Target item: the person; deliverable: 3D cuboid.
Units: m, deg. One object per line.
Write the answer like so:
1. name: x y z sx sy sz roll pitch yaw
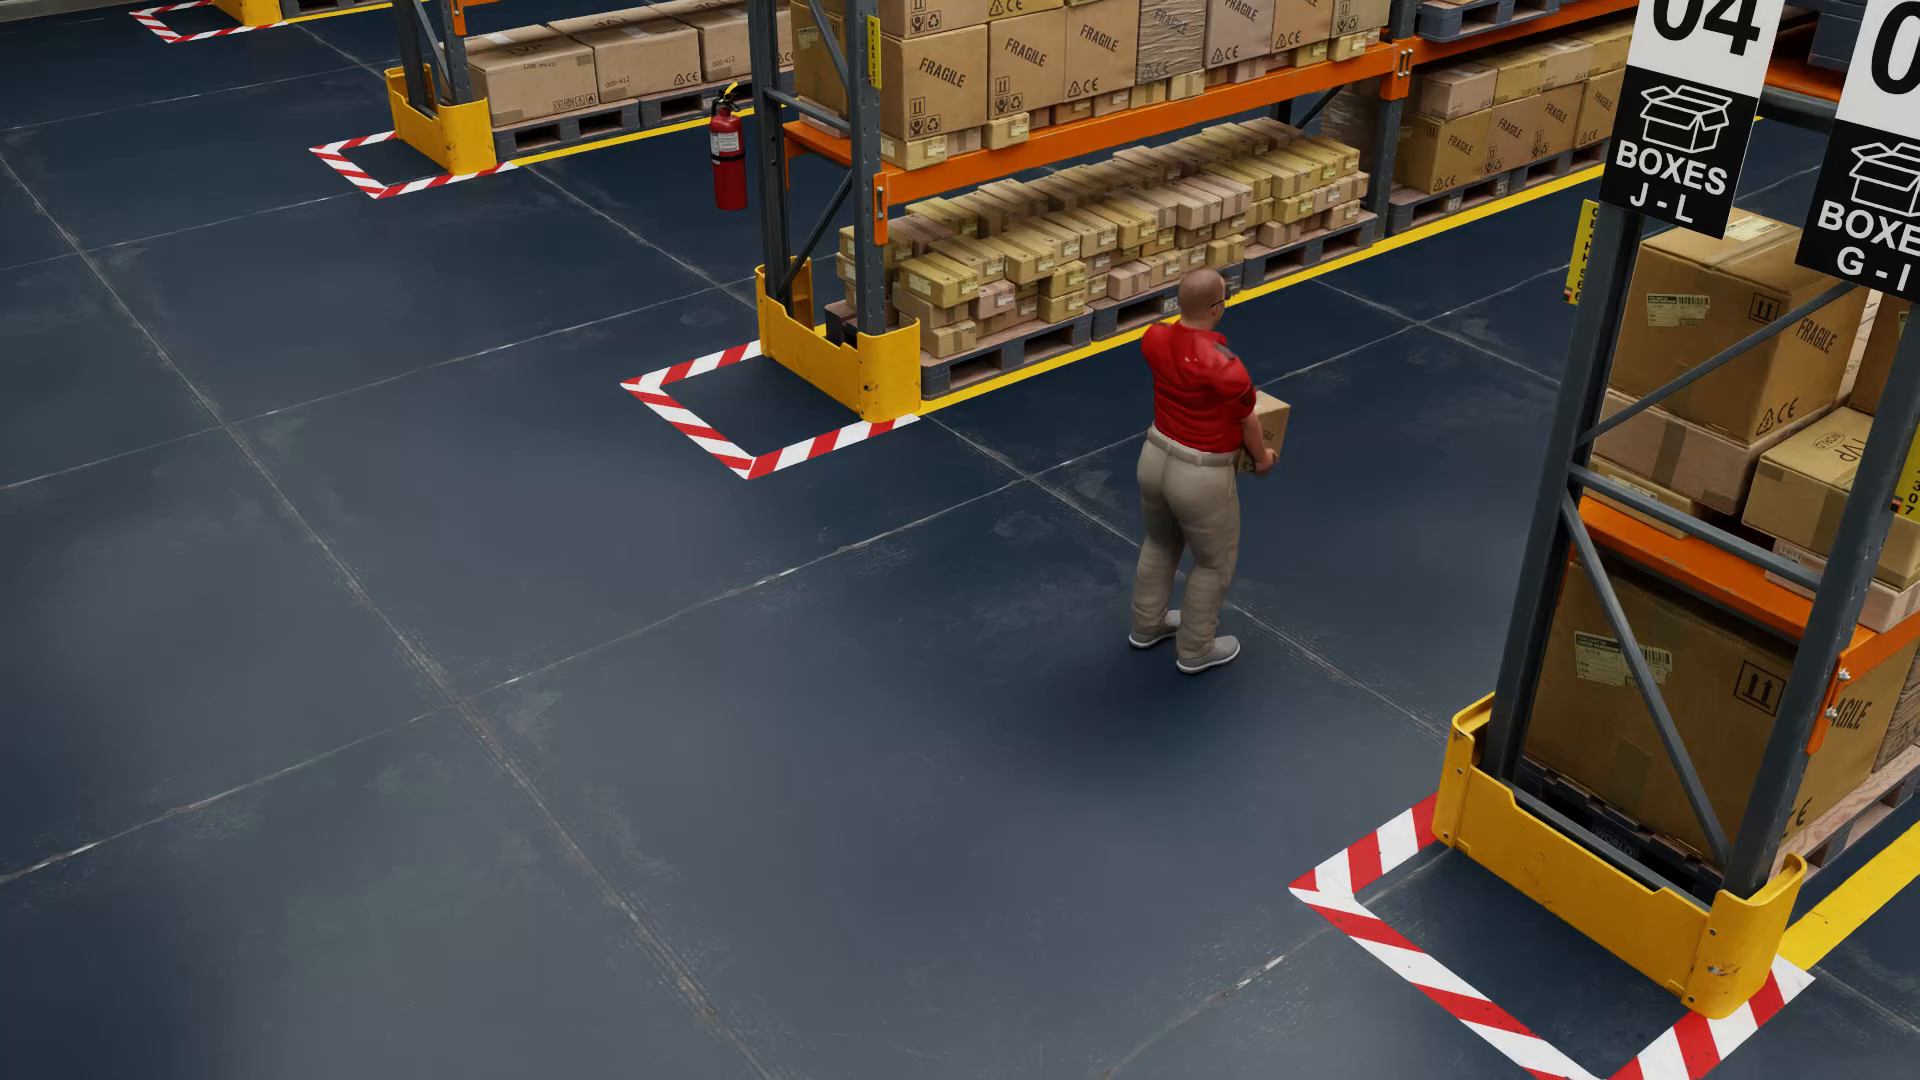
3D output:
1. person: 0.968 -0.289 6.625 0.541 1.726 0.490 -23 39 -32
